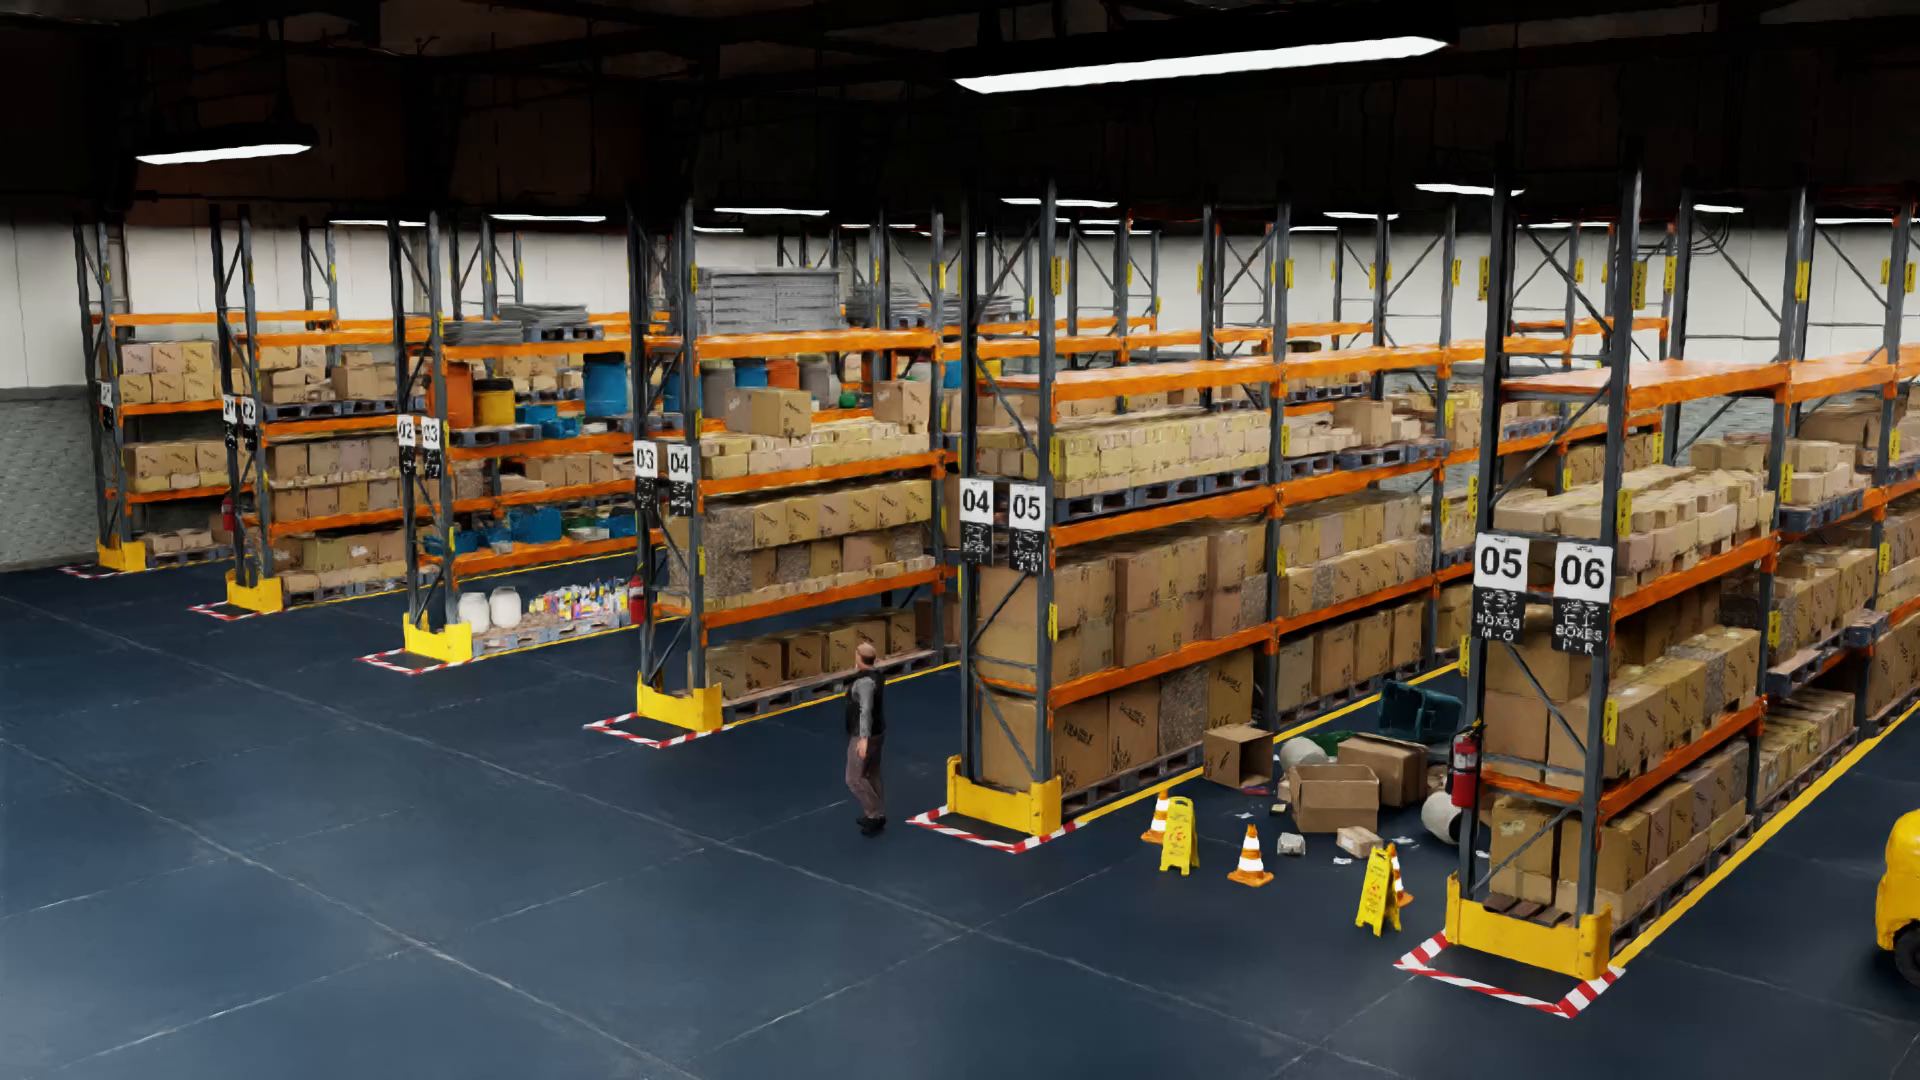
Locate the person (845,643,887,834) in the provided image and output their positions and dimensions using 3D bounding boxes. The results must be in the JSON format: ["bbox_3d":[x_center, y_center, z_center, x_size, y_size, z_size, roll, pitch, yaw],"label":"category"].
[{"bbox_3d":[-0.849,1.800,15.241,0.398,1.715,0.643,2,10,9],"label":"person"}]
